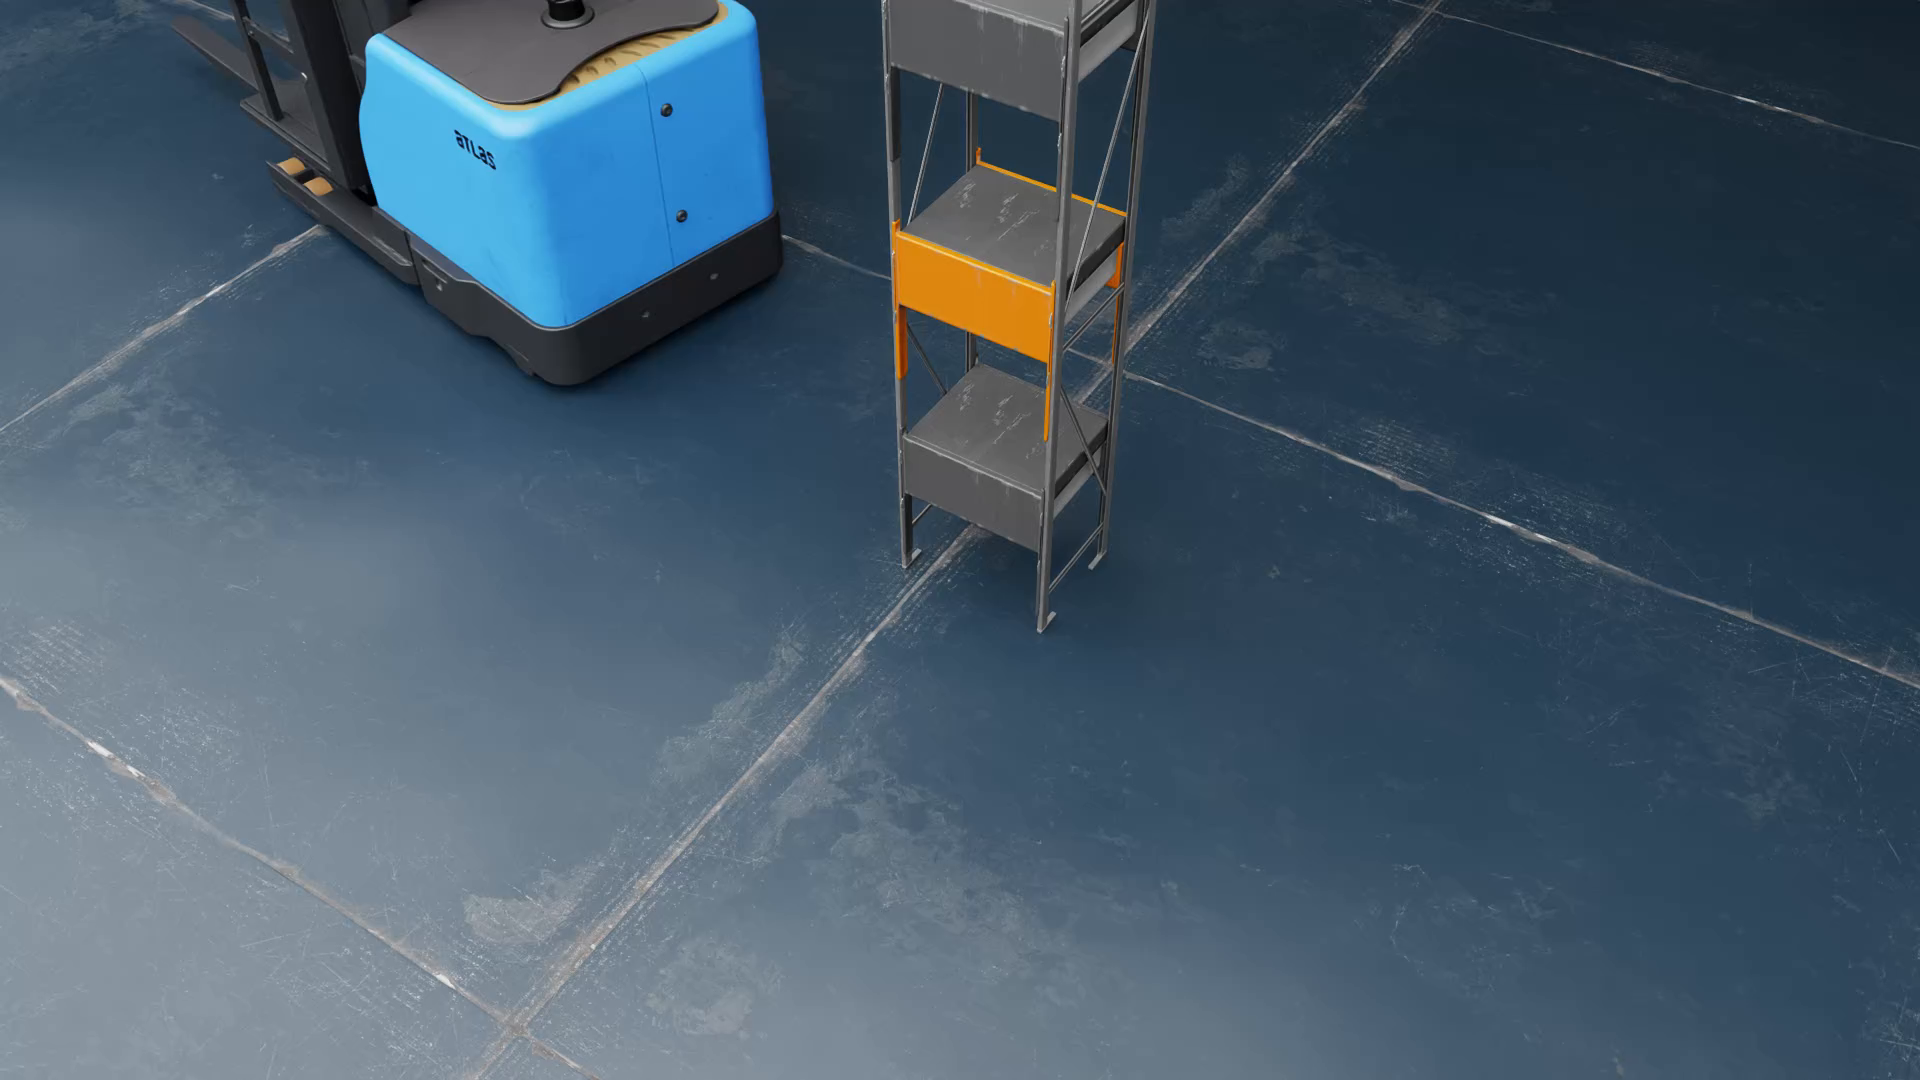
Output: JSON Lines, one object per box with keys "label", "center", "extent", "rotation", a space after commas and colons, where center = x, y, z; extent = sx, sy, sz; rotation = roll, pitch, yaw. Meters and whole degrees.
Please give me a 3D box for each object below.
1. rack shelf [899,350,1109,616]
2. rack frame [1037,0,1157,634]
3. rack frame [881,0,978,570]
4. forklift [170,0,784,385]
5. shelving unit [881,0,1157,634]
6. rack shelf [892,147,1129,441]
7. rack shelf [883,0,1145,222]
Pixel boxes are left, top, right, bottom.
{"label": "rack shelf", "center": [0.139, -0.170, 4.946], "extent": [0.480, 0.518, 0.431], "rotation": [25, 51, 22]}
{"label": "rack frame", "center": [0.345, -0.573, 4.343], "extent": [0.015, 2.100, 0.400], "rotation": [25, 51, 22]}
{"label": "rack frame", "center": [-0.066, -0.762, 4.526], "extent": [0.015, 2.100, 0.400], "rotation": [25, 51, 22]}
{"label": "forklift", "center": [-2.057, -2.493, 5.629], "extent": [3.031, 2.935, 1.130], "rotation": [35, 55, 29]}
{"label": "shelving unit", "center": [0.139, -0.668, 4.435], "extent": [0.503, 2.100, 0.431], "rotation": [25, 51, 22]}
{"label": "rack shelf", "center": [0.139, -0.658, 4.444], "extent": [0.480, 0.518, 0.431], "rotation": [25, 51, 22]}
{"label": "rack shelf", "center": [0.139, -1.146, 3.942], "extent": [0.480, 0.518, 0.431], "rotation": [25, 51, 22]}
